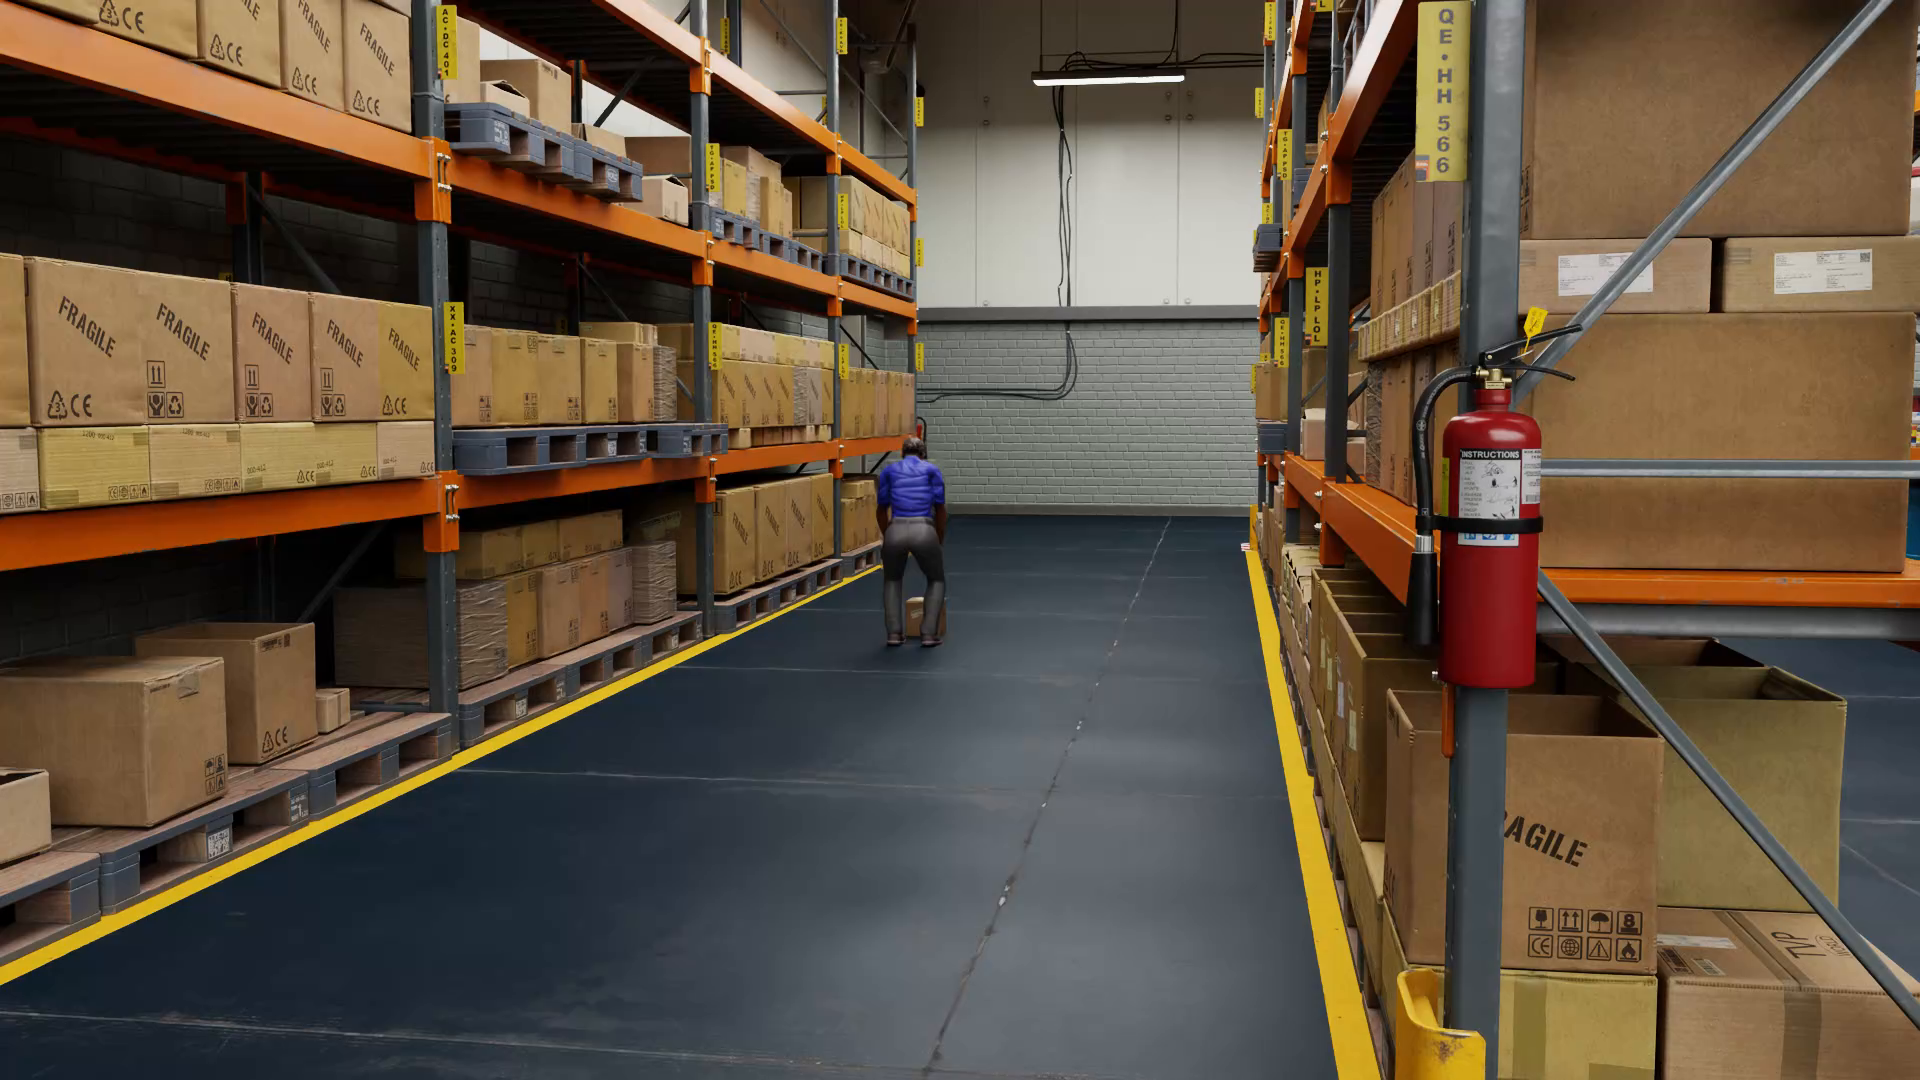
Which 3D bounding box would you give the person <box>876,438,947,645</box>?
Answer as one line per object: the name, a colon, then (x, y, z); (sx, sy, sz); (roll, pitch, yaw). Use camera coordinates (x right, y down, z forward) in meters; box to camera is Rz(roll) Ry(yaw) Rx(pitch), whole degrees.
person: (-0.347, 0.011, 11.378); (0.494, 1.416, 0.598); (1, 5, 9)
